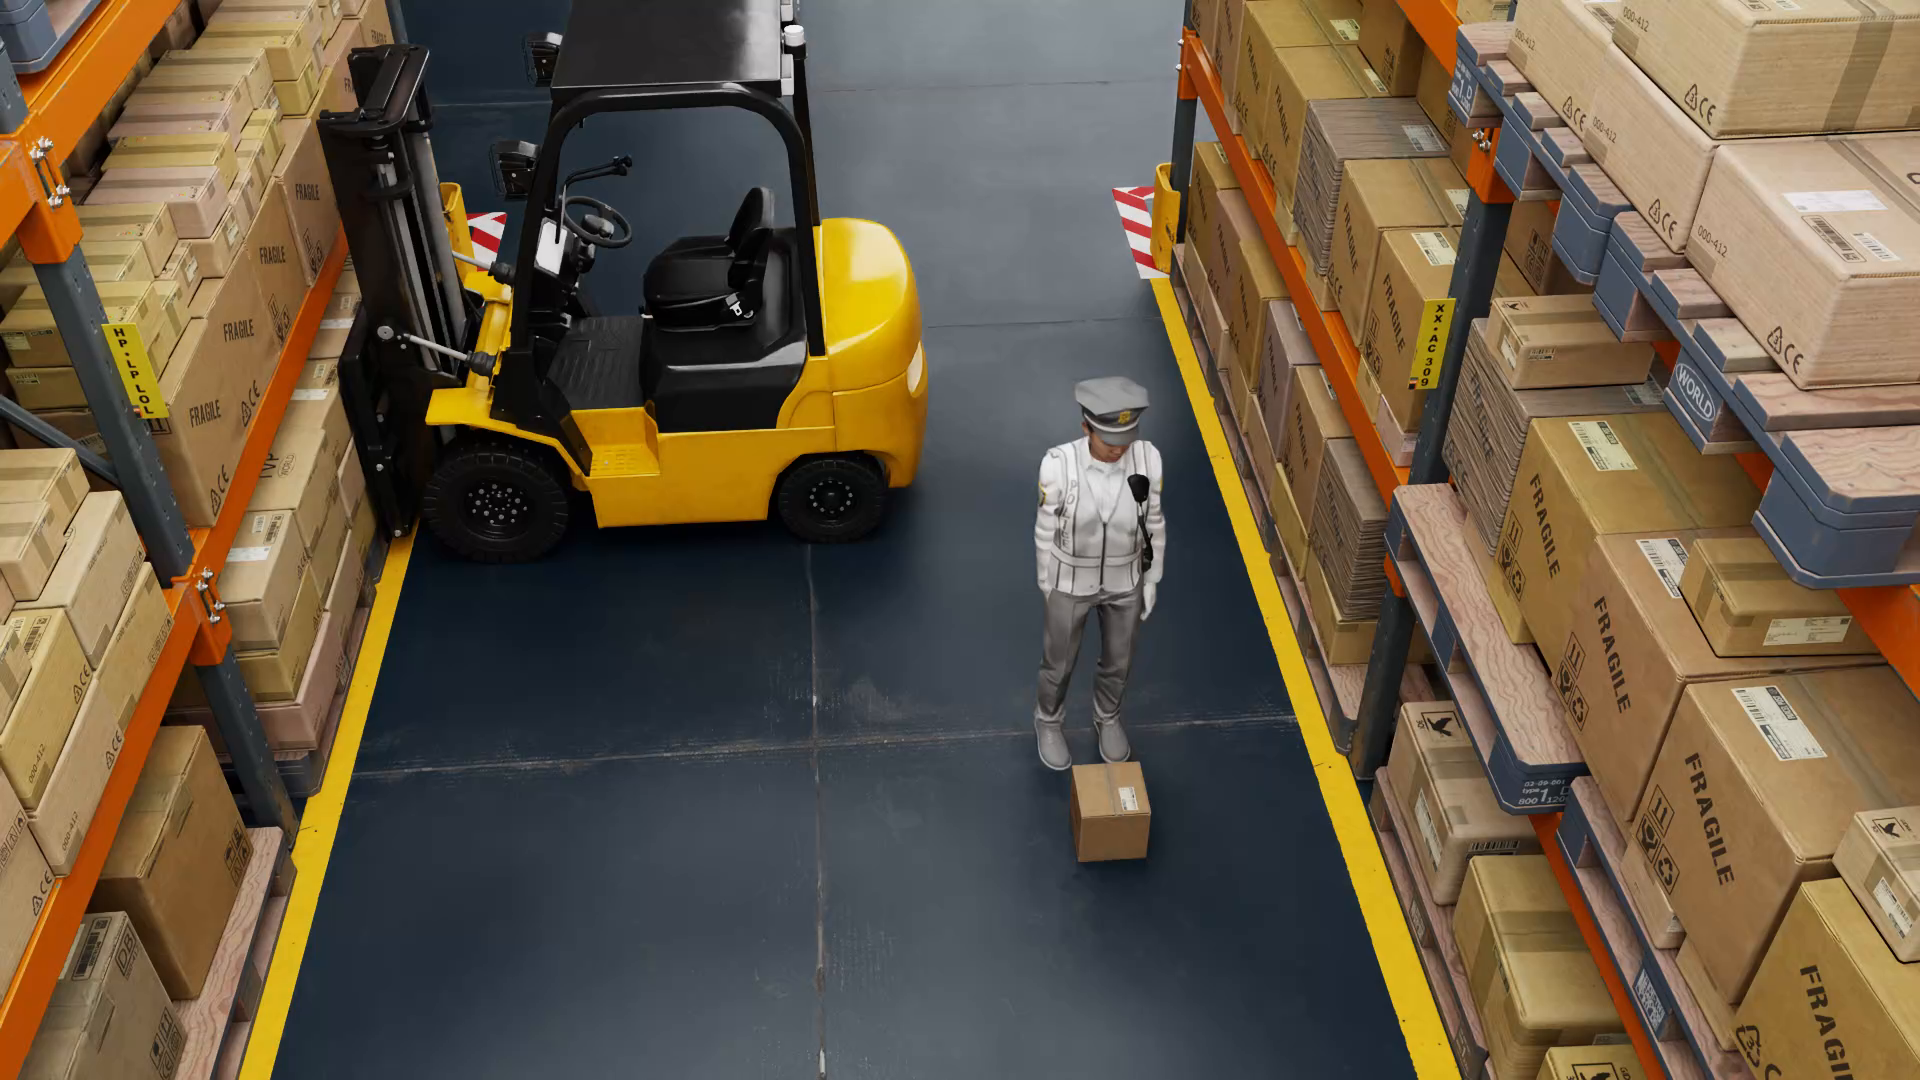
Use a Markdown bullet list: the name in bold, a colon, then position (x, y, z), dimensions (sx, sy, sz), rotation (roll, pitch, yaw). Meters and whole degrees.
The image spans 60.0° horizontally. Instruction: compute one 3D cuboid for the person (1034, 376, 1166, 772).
- **person**: position (0.500, 0.157, 5.971), dimensions (0.469, 1.669, 0.328), rotation (-5, 40, -6)
